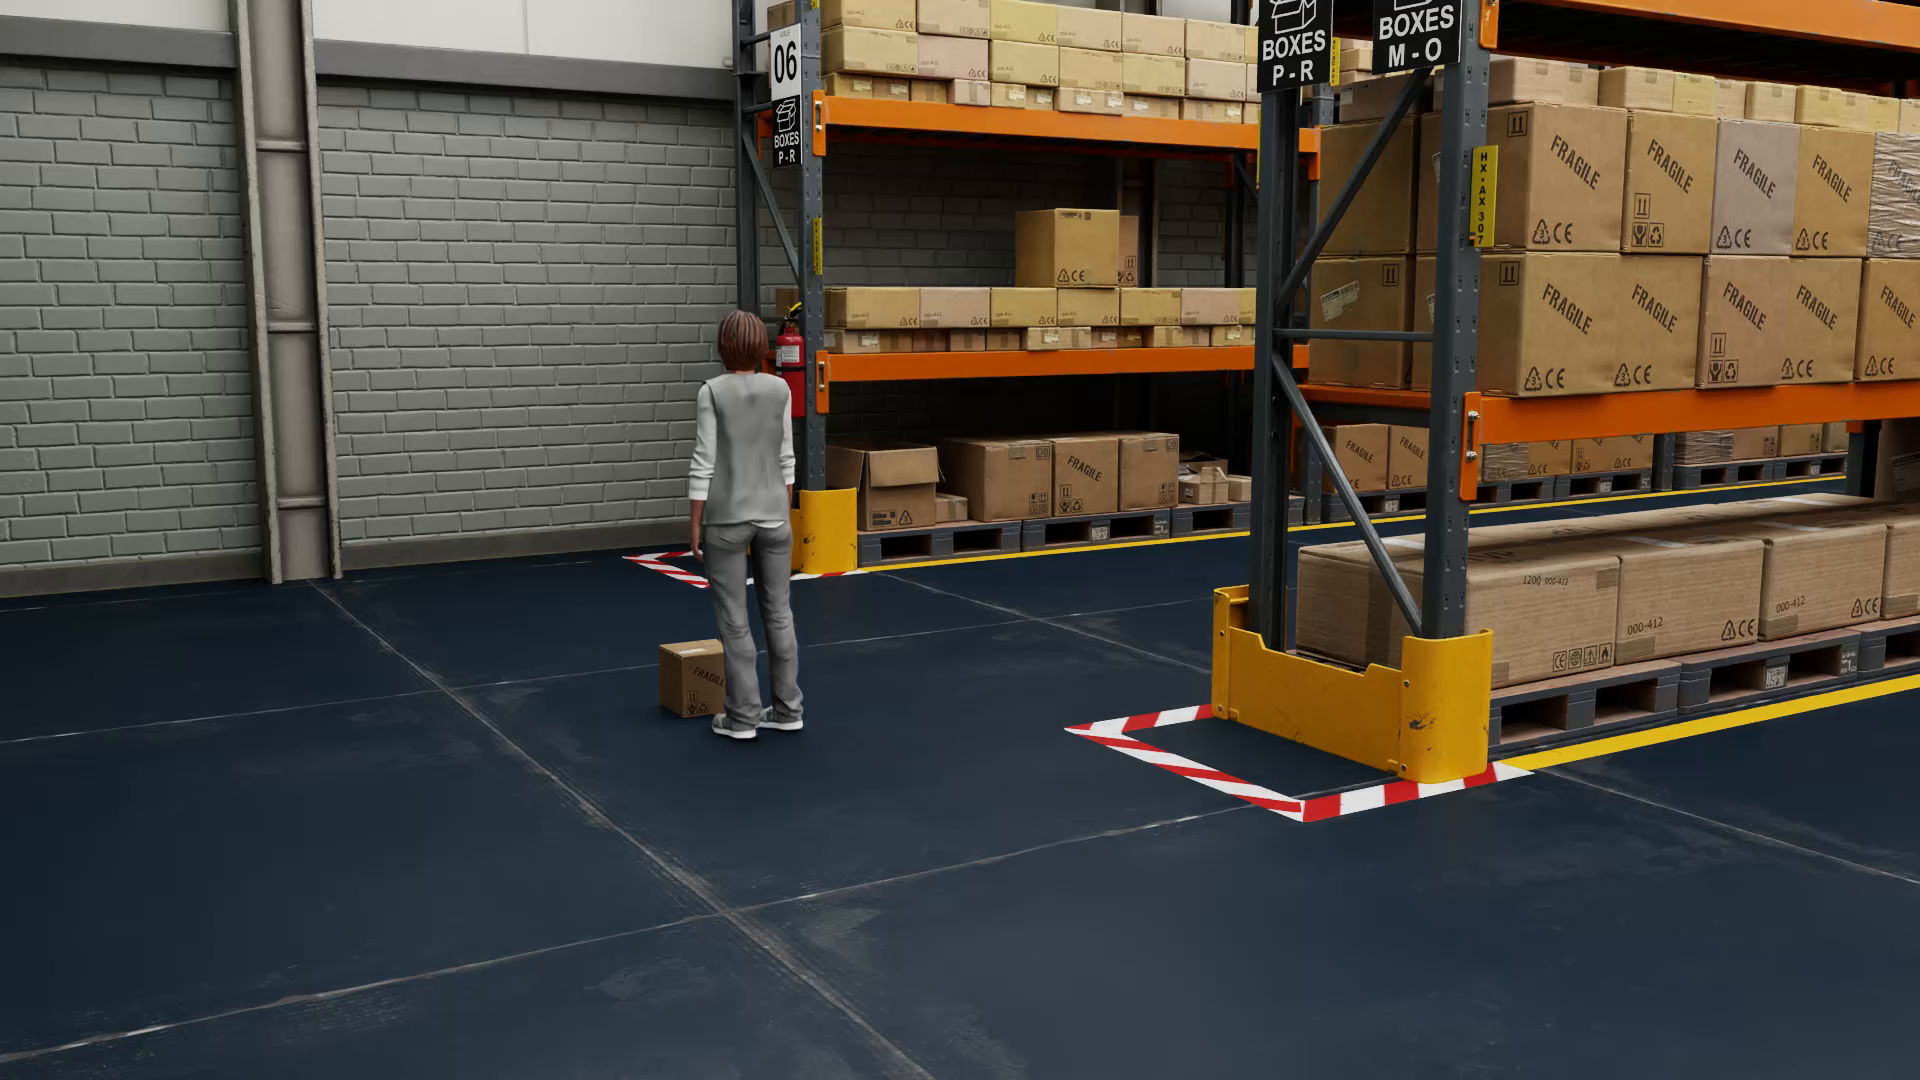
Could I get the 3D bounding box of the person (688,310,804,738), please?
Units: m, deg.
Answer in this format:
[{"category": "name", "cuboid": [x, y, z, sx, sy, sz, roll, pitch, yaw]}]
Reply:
[{"category": "person", "cuboid": [-0.812, -0.045, 6.210, 0.425, 1.590, 0.322, -5, 10, -28]}]
